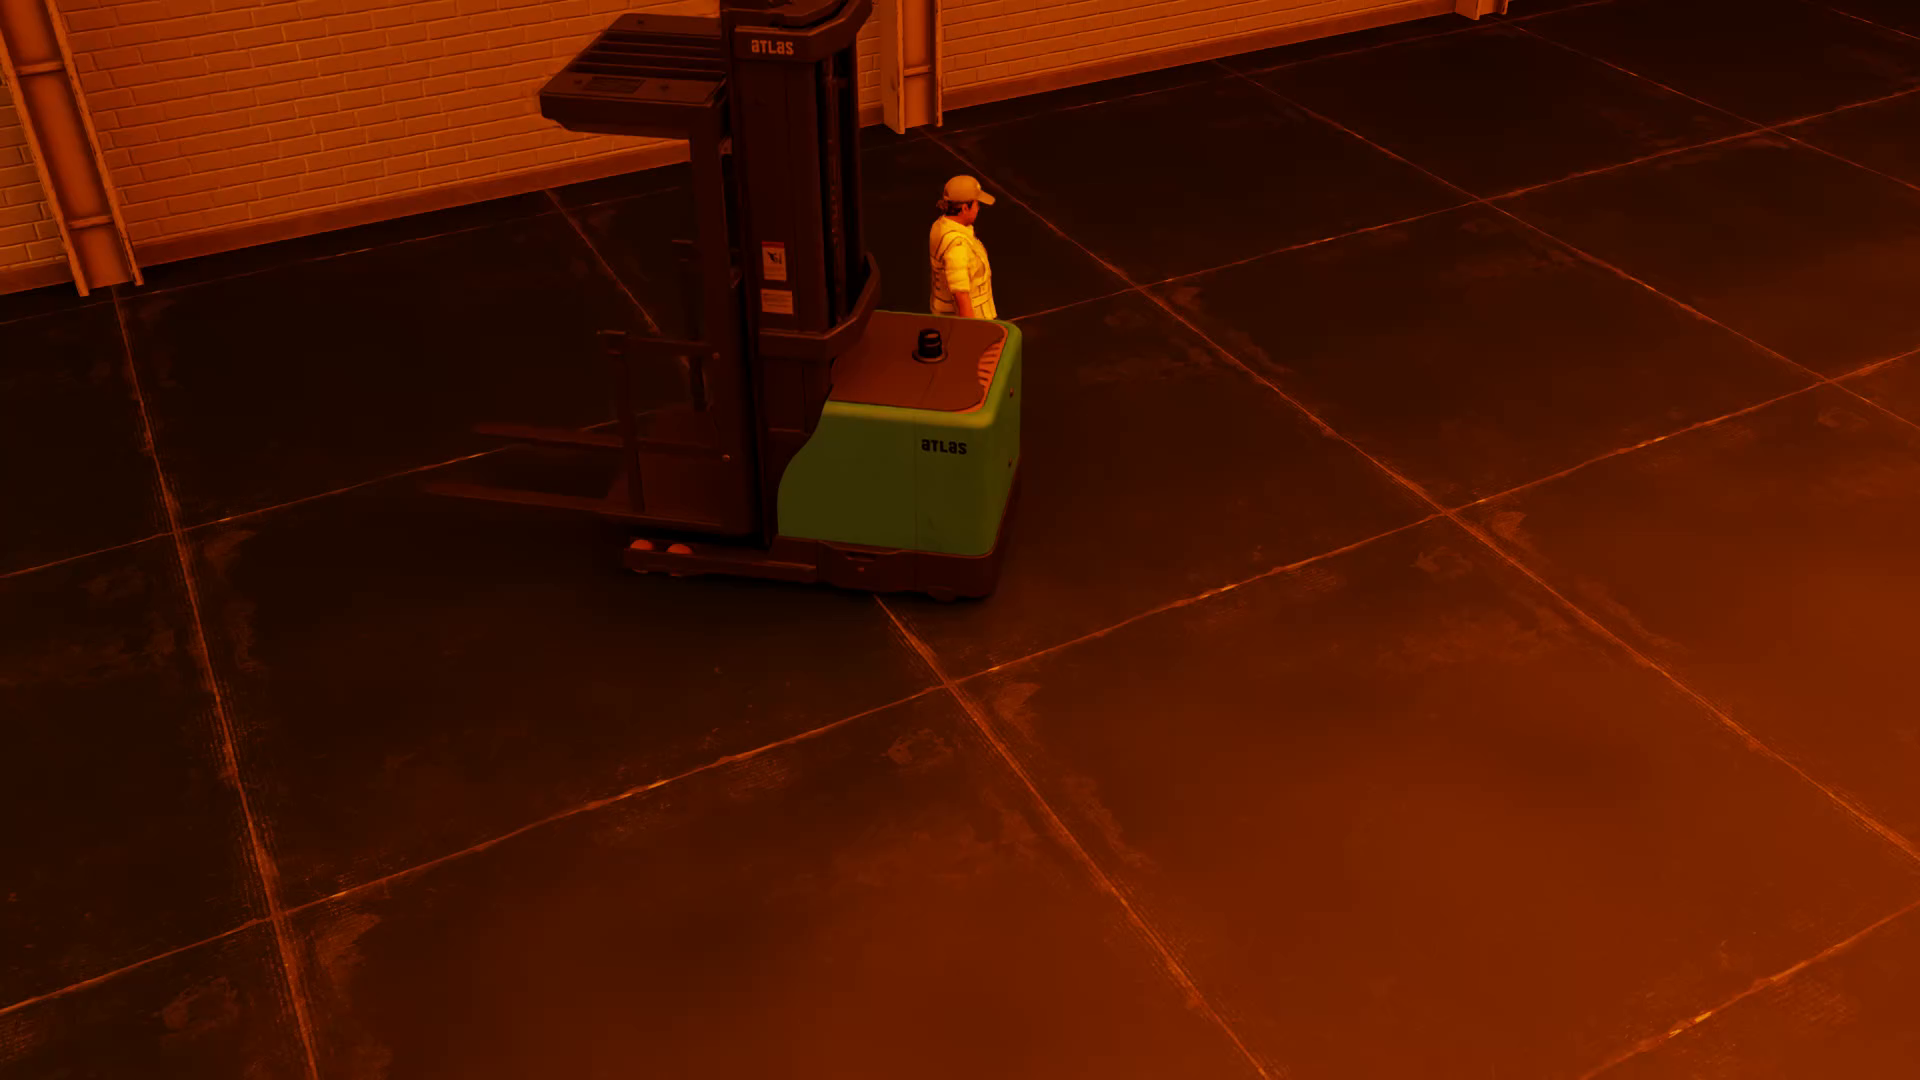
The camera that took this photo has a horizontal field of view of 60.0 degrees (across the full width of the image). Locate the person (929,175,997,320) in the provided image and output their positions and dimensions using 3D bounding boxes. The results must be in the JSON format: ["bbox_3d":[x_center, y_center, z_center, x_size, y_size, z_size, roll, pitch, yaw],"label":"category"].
[{"bbox_3d":[0.028,-1.193,9.027,0.486,1.614,0.783,-2,35,-3],"label":"person"}]

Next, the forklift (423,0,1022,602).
[{"bbox_3d":[-1.242,-1.302,7.965,3.031,2.935,1.130,6,36,9],"label":"forklift"}]
